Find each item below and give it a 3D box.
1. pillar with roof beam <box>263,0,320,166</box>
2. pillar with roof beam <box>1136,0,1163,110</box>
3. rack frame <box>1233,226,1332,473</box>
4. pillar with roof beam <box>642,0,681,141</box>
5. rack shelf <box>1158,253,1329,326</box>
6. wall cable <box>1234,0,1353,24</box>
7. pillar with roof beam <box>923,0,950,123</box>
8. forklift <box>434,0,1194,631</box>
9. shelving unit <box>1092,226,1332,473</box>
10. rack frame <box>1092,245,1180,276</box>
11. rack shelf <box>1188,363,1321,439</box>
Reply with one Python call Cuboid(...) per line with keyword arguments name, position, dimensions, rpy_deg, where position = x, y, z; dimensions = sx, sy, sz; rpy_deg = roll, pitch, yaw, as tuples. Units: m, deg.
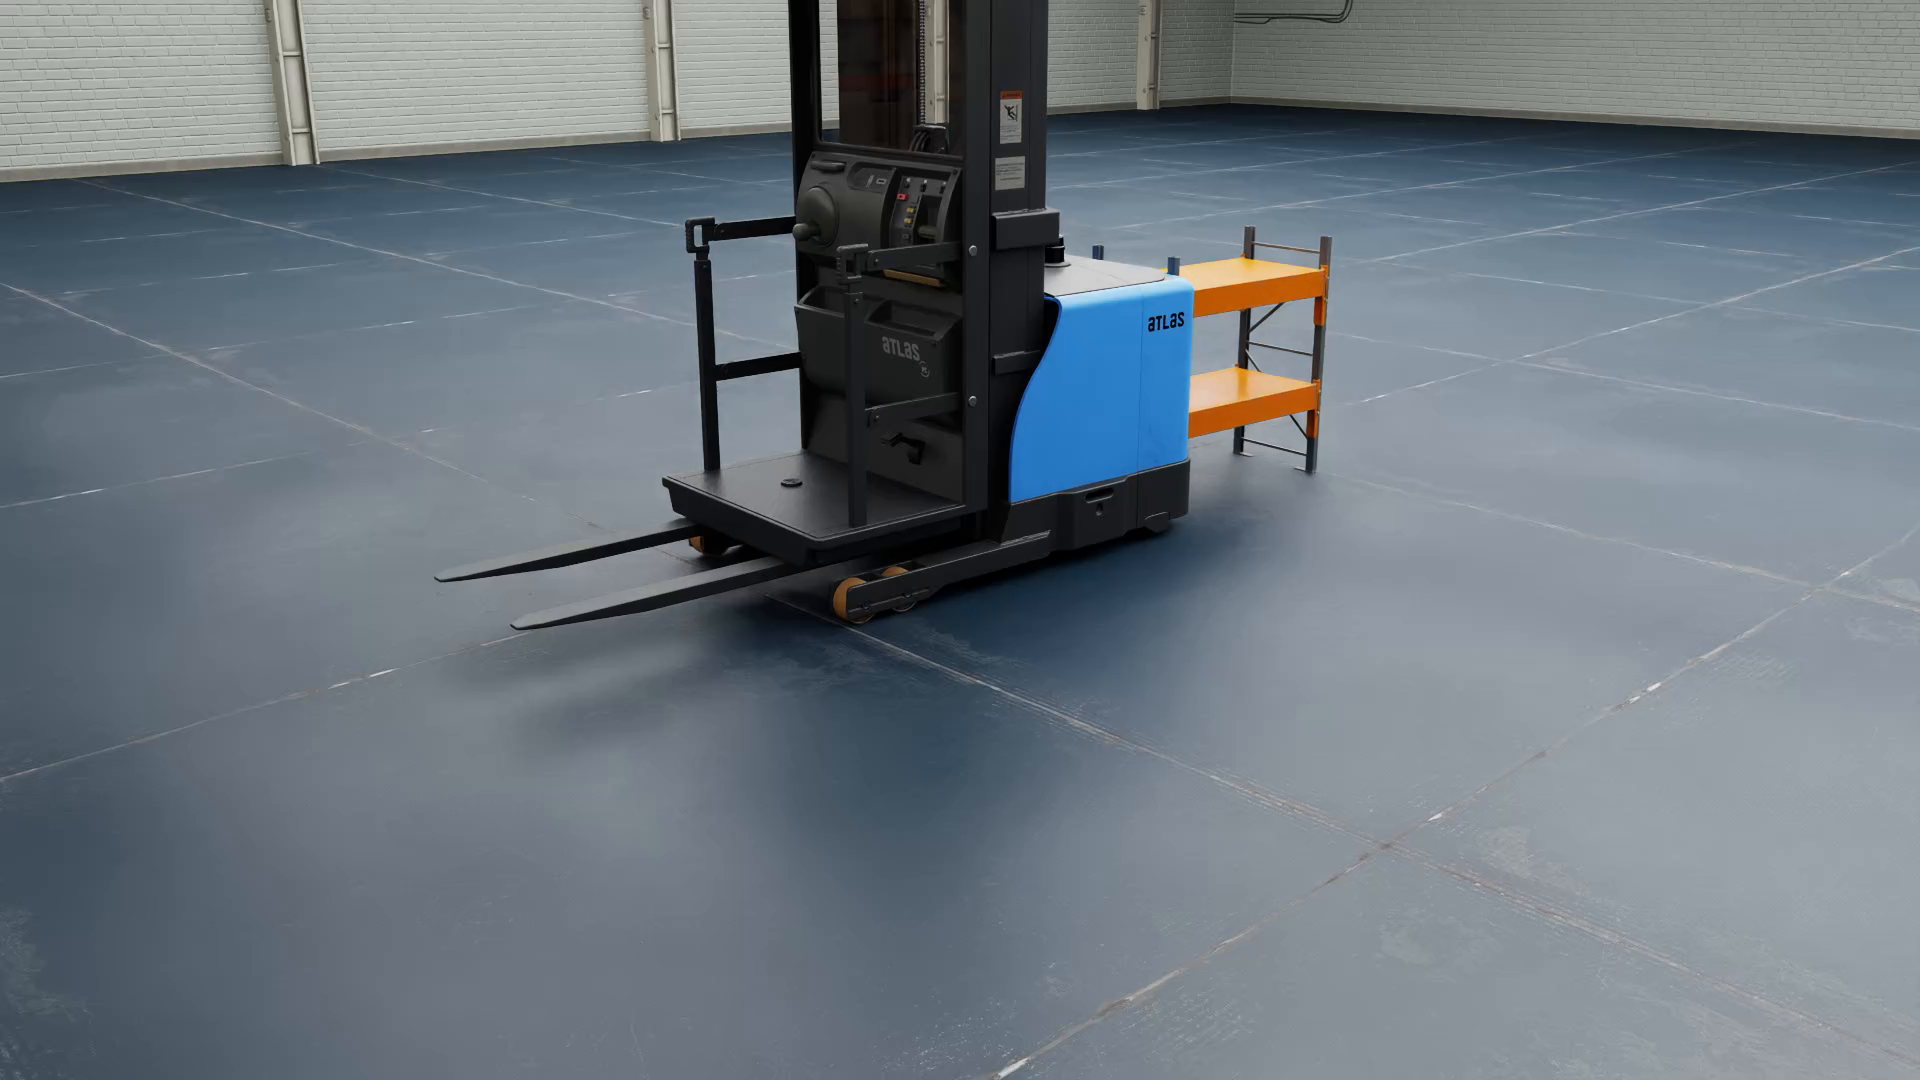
Cuboid(name="pillar with roof beam", position=(-6.188, -8.542, 18.741), dimensions=(0.400, 9.000, 9.100), rpy_deg=(-16, 24, -41))
Cuboid(name="pillar with roof beam", position=(6.891, -12.356, 30.505), dimensions=(0.400, 9.000, 9.100), rpy_deg=(-16, 24, -41))
Cuboid(name="rack frame", position=(1.539, -0.916, 7.987), dimensions=(0.032, 1.125, 0.500), rpy_deg=(-14, 23, -38))
Cuboid(name="pillar with roof beam", position=(-1.829, -9.814, 22.662), dimensions=(0.400, 9.000, 9.100), rpy_deg=(-16, 24, -41))
Cuboid(name="rack shelf", position=(1.149, -1.094, 7.587), dimensions=(1.000, 0.278, 0.538), rpy_deg=(-14, 23, -38))
Cuboid(name="wall cable", position=(6.982, -12.172, 34.971), dimensions=(0.112, 2.526, 3.097), rpy_deg=(-16, 24, -41))
Cuboid(name="pillar with roof beam", position=(2.531, -11.085, 26.583), dimensions=(0.400, 9.000, 9.100), rpy_deg=(-16, 24, -41))
Cuboid(name="forklift", position=(-0.479, -1.272, 6.155), dimensions=(3.031, 2.935, 1.130), rpy_deg=(-14, 23, -37))
Cuboid(name="shelving unit", position=(1.149, -0.816, 7.677), dimensions=(1.048, 1.125, 0.538), rpy_deg=(-14, 23, -38))
Cuboid(name="rack frame", position=(0.758, -0.715, 7.368), dimensions=(0.032, 1.125, 0.500), rpy_deg=(-14, 23, -38))
Cuboid(name="rack shelf", position=(1.149, -0.583, 7.753), dimensions=(1.000, 0.278, 0.538), rpy_deg=(-14, 23, -38))
